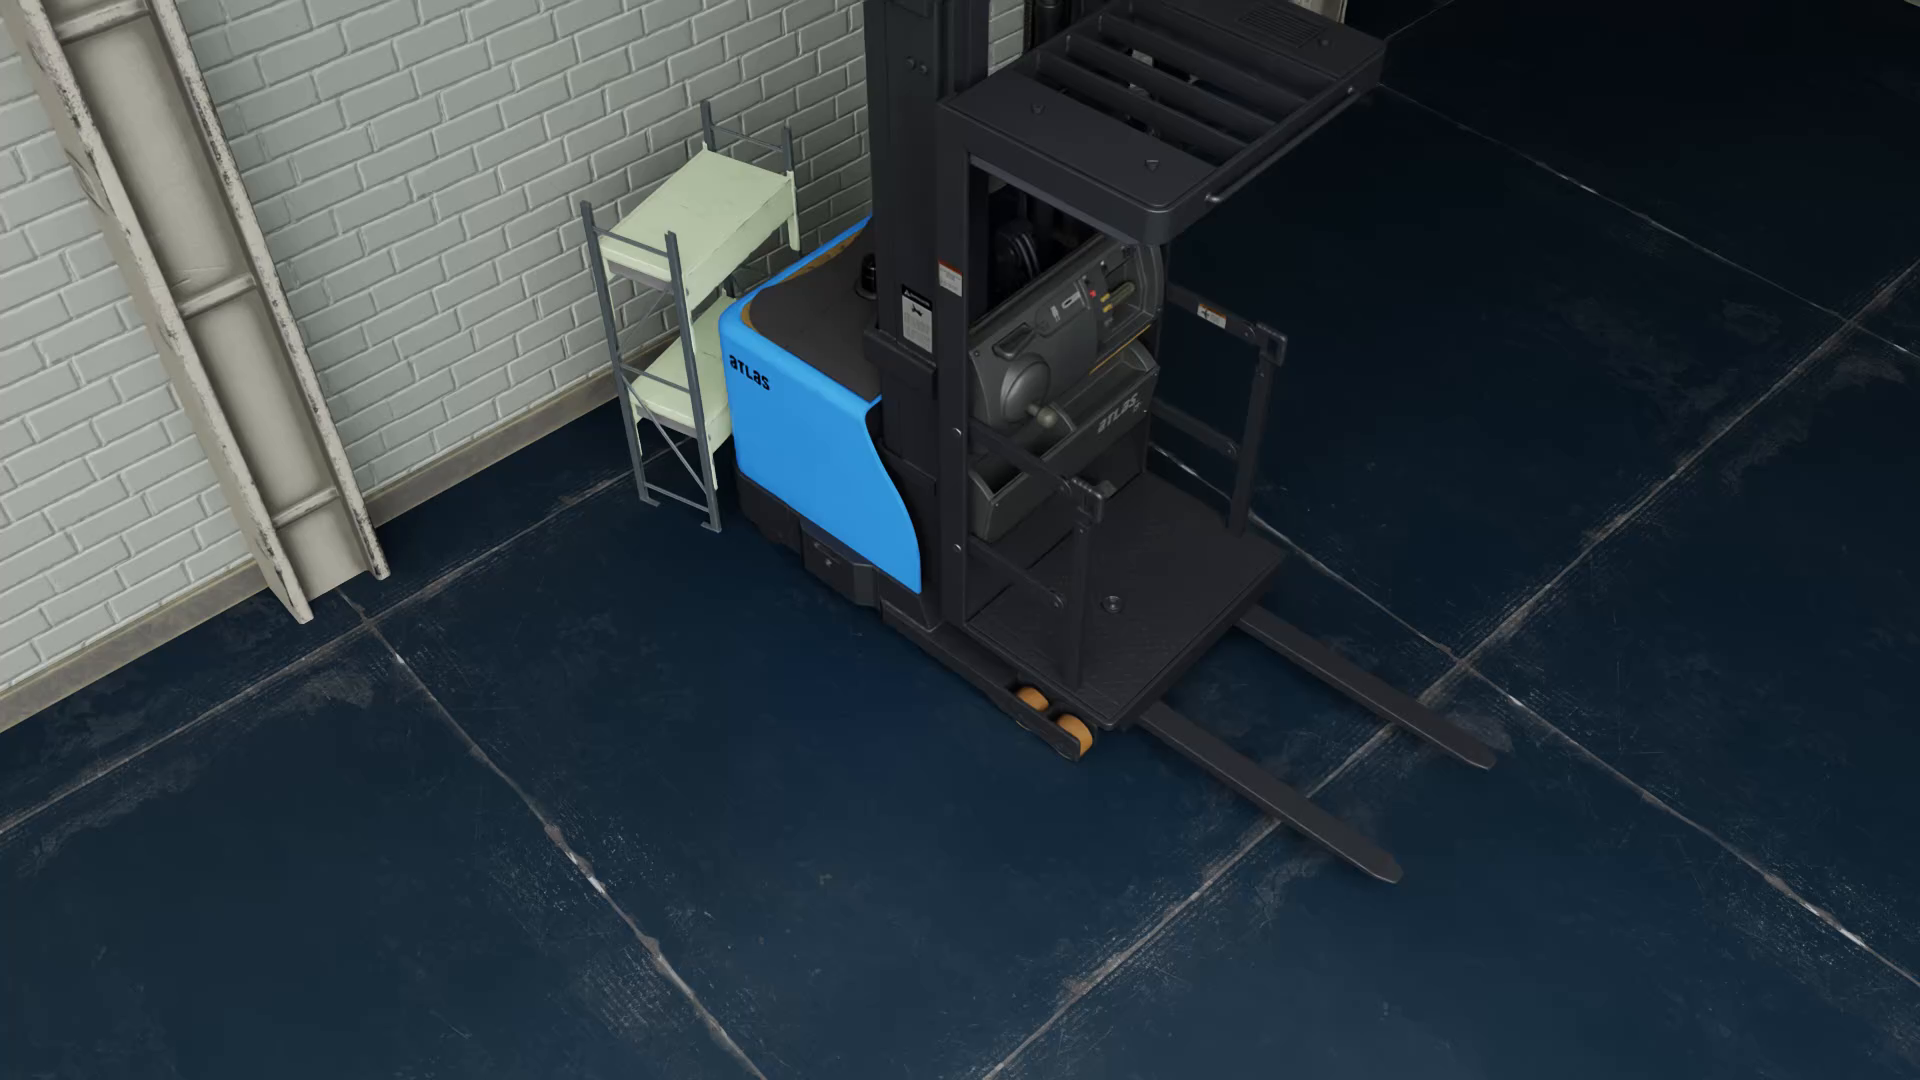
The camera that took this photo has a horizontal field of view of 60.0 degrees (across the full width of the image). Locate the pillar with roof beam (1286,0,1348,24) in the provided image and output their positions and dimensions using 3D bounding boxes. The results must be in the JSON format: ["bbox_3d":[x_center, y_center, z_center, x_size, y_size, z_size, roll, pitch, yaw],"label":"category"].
[{"bbox_3d":[4.805,-3.527,3.935,0.400,9.000,9.100,-34,56,-27],"label":"pillar with roof beam"}]

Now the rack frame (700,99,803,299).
[{"bbox_3d":[-0.806,-1.085,6.783,0.400,1.500,0.023,22,51,19],"label":"rack frame"}]

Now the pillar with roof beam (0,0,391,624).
[{"bbox_3d":[0.365,-0.561,1.197,0.400,9.000,9.100,-34,56,-27],"label":"pillar with roof beam"}]

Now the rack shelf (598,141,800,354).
[{"bbox_3d":[-0.983,-1.114,6.279,0.431,0.370,0.720,22,51,19],"label":"rack shelf"}]

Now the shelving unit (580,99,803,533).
[{"bbox_3d":[-0.983,-0.849,6.566,0.431,1.500,0.755,22,51,19],"label":"shelving unit"}]

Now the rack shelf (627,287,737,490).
[{"bbox_3d":[-0.983,-0.628,6.806,0.431,0.370,0.720,22,51,19],"label":"rack shelf"}]

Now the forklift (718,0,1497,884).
[{"bbox_3d":[0.524,-0.638,5.398,3.031,2.935,1.130,33,55,27],"label":"forklift"}]

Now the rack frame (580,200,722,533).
[{"bbox_3d":[-1.160,-0.614,6.349,0.400,1.500,0.023,22,51,19],"label":"rack frame"}]
